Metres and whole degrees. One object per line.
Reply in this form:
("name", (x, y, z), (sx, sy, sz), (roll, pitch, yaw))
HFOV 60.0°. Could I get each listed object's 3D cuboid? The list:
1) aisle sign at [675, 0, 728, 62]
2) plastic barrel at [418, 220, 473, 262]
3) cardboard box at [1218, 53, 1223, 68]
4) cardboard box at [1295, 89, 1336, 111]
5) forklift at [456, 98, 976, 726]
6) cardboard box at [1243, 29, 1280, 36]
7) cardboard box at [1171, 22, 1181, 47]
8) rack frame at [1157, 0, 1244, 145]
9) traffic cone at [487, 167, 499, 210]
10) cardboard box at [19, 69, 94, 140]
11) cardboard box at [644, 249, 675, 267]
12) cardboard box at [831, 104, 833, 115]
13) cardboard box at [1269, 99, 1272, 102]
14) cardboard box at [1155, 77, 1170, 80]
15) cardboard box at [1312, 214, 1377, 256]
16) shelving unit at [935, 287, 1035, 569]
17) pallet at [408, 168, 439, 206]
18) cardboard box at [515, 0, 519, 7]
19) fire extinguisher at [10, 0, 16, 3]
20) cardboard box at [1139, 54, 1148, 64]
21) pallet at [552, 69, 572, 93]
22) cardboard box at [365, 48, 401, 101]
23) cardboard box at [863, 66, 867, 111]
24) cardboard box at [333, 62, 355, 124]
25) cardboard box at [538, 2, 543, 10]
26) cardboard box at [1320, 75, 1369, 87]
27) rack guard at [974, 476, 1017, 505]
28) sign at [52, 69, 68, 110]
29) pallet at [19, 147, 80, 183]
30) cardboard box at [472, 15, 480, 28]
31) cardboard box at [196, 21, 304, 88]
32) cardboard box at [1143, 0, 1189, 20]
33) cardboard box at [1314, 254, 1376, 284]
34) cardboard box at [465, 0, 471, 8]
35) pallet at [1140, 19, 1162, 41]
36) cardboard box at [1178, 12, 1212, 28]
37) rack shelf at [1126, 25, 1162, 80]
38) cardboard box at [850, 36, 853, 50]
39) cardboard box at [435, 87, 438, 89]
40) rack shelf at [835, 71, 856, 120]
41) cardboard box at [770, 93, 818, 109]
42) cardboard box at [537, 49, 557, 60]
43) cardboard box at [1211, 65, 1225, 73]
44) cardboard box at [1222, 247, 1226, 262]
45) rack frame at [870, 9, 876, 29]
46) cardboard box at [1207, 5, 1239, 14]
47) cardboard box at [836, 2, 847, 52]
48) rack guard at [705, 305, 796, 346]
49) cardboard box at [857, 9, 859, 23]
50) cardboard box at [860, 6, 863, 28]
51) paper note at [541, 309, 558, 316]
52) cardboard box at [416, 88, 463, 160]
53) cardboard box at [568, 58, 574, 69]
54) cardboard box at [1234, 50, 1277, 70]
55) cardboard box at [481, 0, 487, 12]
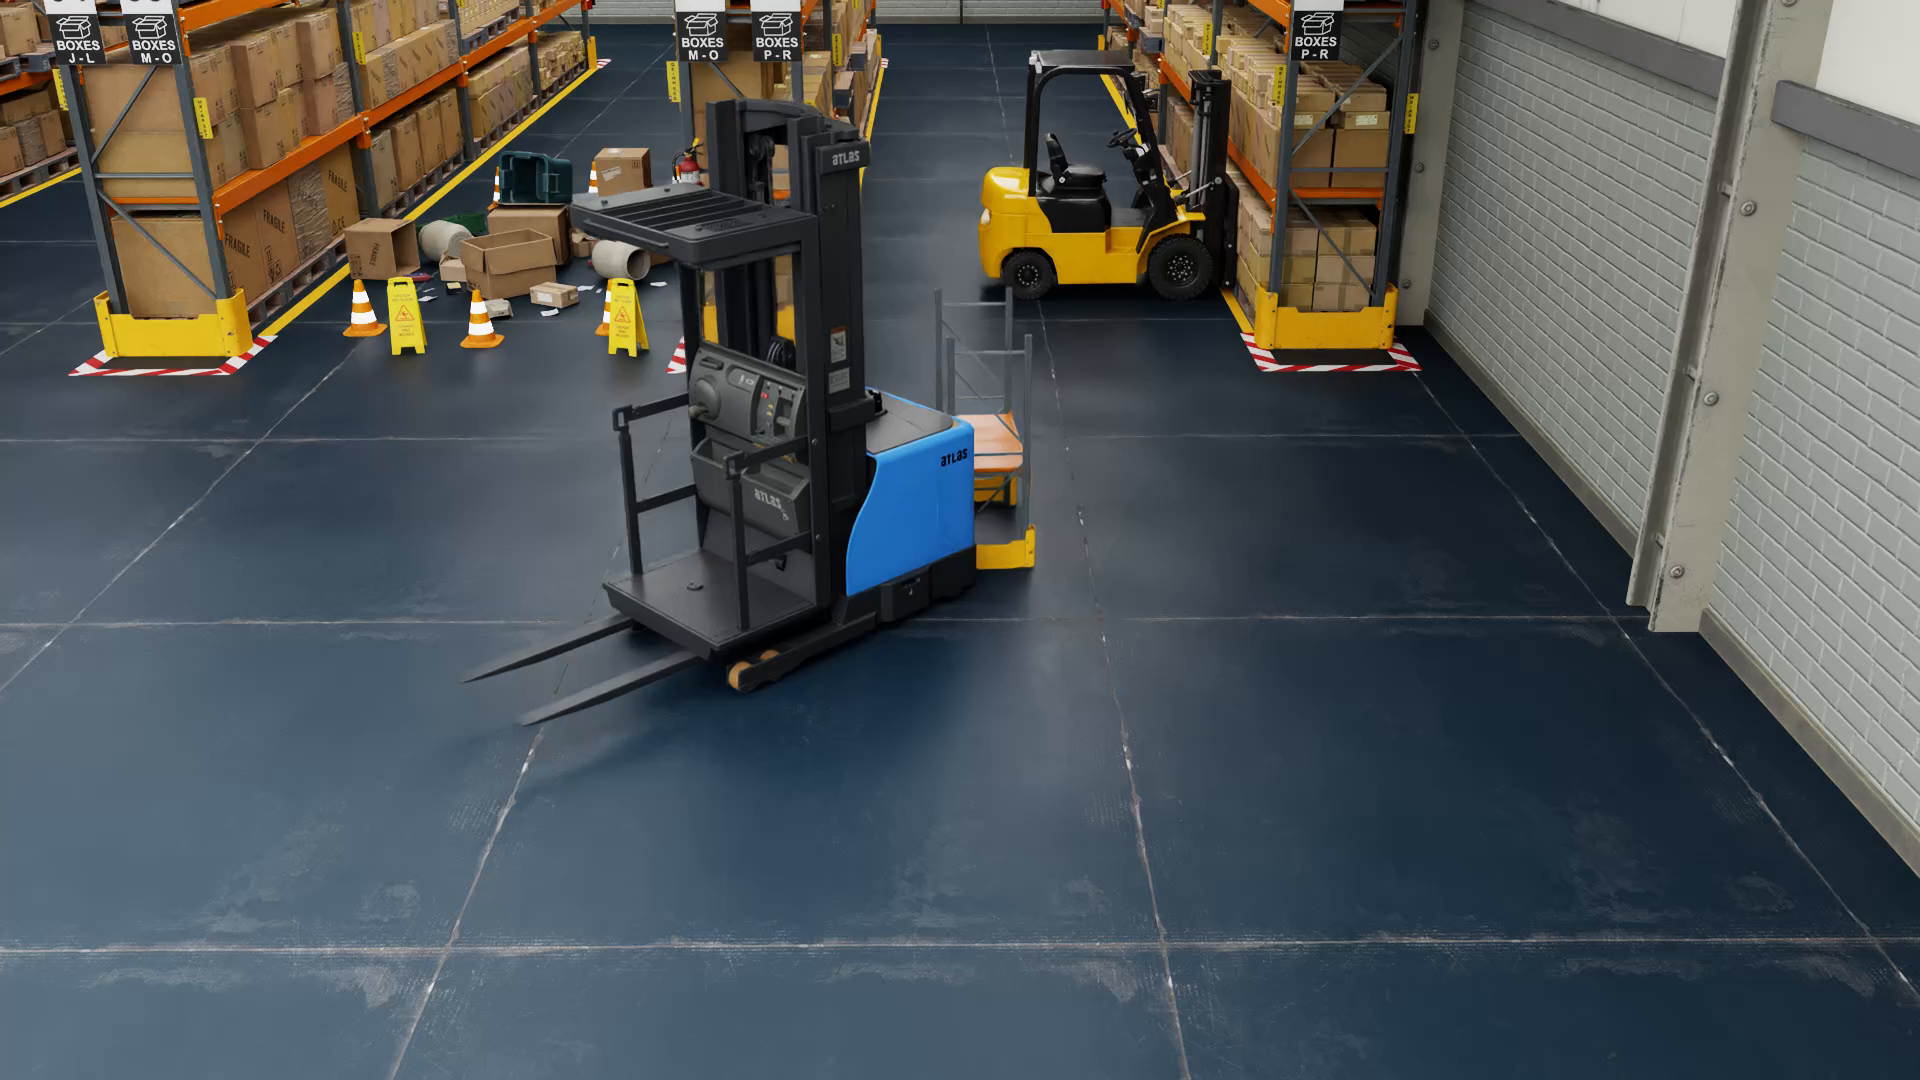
("aisle sign", (-2.077, -4.236, 13.321), (0.394, 0.787, 0.004), (0, 24, -1))
("plastic barrel", (-5.234, -3.028, 16.931), (0.512, 0.421, 0.421), (19, 30, 35))
("cardboard box", (2.872, -4.959, 17.166), (0.380, 0.149, 0.250), (-1, 24, -1))
("cardboard box", (2.961, -3.725, 14.077), (0.380, 0.149, 0.250), (0, 24, 0))
("forklift", (-1.306, -0.754, 8.860), (3.031, 2.935, 1.130), (-22, 32, -40))
("cardboard box", (3.389, -5.659, 18.713), (0.380, 0.149, 0.250), (0, 24, -1))
("cardboard box", (2.853, -6.168, 20.322), (0.500, 0.250, 0.500), (0, 24, 1))
("rack frame", (3.088, -6.398, 21.257), (1.000, 3.000, 0.127), (0, 24, -1))
("traffic cone", (-5.285, -4.066, 19.178), (0.336, 0.463, 0.334), (0, 24, -1))
("cardboard box", (-11.771, -5.838, 22.086), (1.225, 0.875, 0.875), (-1, 24, -3))
("cardboard box", (-3.181, -3.141, 17.085), (0.500, 0.500, 0.500), (19, 30, 35))
("cardboard box", (-1.523, -4.481, 17.322), (0.380, 0.149, 0.250), (-1, 24, -1))
("cardboard box", (2.917, -3.797, 14.597), (0.380, 0.149, 0.250), (0, 24, 0))
("cardboard box", (2.837, -6.170, 22.488), (0.380, 0.149, 0.250), (-1, 24, -2))
("cardboard box", (3.359, -2.695, 14.682), (0.500, 0.250, 0.500), (-1, 24, -1))
("shelving unit", (0.131, -0.727, 10.538), (0.587, 1.500, 1.083), (-2, 24, -4))
("pallet", (-6.880, -4.213, 19.810), (1.003, 0.211, 1.213), (0, 24, -1))
("cardboard box", (-6.665, -7.873, 24.313), (0.380, 0.149, 0.250), (-1, 24, -2))
("fire extinguisher", (-16.372, -9.463, 28.580), (0.296, 0.674, 0.183), (0, 24, -1))
("cardboard box", (2.863, -7.132, 24.615), (0.380, 0.149, 0.250), (-1, 24, -2))
("pallet", (-6.927, -7.469, 27.008), (1.003, 0.211, 1.213), (0, 24, -1))
("cardboard box", (-6.523, -5.134, 18.340), (0.500, 0.500, 0.500), (0, 24, 0))
("cardboard box", (-1.815, -6.619, 23.813), (0.875, 0.875, 0.875), (0, 24, 1))
("cardboard box", (-6.764, -4.579, 17.052), (0.875, 0.550, 0.550), (0, 24, -1))
("cardboard box", (-6.673, -8.290, 25.745), (0.380, 0.149, 0.250), (-1, 24, -3))
("cardboard box", (3.411, -4.037, 14.766), (0.380, 0.149, 0.250), (0, 24, 0))
("rack guard", (0.089, -0.362, 11.248), (0.587, 0.250, 0.087), (-2, 24, -4))
("sign", (-7.279, -3.653, 13.494), (0.100, 0.325, 0.005), (0, 24, -1))
("pallet", (-11.778, -4.737, 20.969), (1.003, 0.211, 1.213), (0, 24, -1))
("cardboard box", (-6.638, -6.906, 22.174), (0.380, 0.149, 0.250), (1, 24, 2))
("cardboard box", (-6.820, -4.621, 15.836), (0.875, 0.550, 0.550), (0, 24, -1))
("cardboard box", (2.885, -7.309, 22.635), (0.797, 0.503, 0.637), (-1, 24, -2))
("cardboard box", (3.378, -2.463, 14.776), (0.500, 0.250, 0.500), (0, 24, 0))
("cardboard box", (-6.639, -7.062, 21.797), (0.380, 0.149, 0.250), (0, 24, -1))
("pallet", (3.062, -7.112, 23.069), (1.003, 0.211, 1.213), (0, 24, -1))
("cardboard box", (2.845, -6.283, 20.095), (0.380, 0.149, 0.250), (0, 24, 0))
("rack shelf", (3.066, -6.895, 23.228), (1.077, 0.370, 4.000), (0, 24, -1))
("cardboard box", (-1.514, -6.104, 20.401), (0.380, 0.149, 0.250), (0, 24, -1))
("cardboard box", (-7.094, -5.985, 21.958), (0.500, 0.250, 0.500), (-1, 24, -2))
("rack shelf", (-1.854, -5.223, 19.531), (1.077, 0.370, 4.000), (0, 24, -1))
("cardboard box", (-1.525, -3.669, 14.740), (0.500, 0.500, 0.500), (0, 24, 1))
("cardboard box", (-6.607, -7.696, 26.353), (0.380, 0.149, 0.250), (0, 24, 1))
("cardboard box", (2.875, -4.612, 17.185), (0.500, 0.500, 0.500), (-1, 24, -2))
("cardboard box", (2.834, -2.858, 16.256), (0.500, 0.250, 0.500), (1, 24, 1))
("rack frame", (-1.963, -9.671, 28.493), (1.000, 3.000, 0.127), (0, 24, -1))
("cardboard box", (3.294, -6.606, 20.809), (0.380, 0.149, 0.250), (1, 24, 1))
("cardboard box", (-1.564, -5.915, 19.197), (0.500, 0.500, 0.500), (-1, 24, -3))
("rack guard", (-1.789, -1.970, 14.500), (1.175, 0.500, 0.348), (0, 24, -1))
("cardboard box", (-1.632, -7.162, 22.522), (0.500, 0.250, 0.500), (0, 24, -1))
("cardboard box", (-1.658, -7.561, 24.010), (0.500, 0.250, 0.500), (-1, 24, -1))
("paper note", (-3.789, -2.106, 15.369), (0.148, 0.019, 0.142), (-9, 26, -19))
("cardboard box", (-6.907, -5.226, 20.885), (1.050, 0.750, 0.750), (-1, 24, -1))
("cardboard box", (-6.595, -7.862, 27.444), (0.380, 0.149, 0.250), (-1, 24, -3))
("cardboard box", (2.873, -4.668, 16.163), (0.380, 0.149, 0.250), (-1, 24, -1))
("cardboard box", (-6.644, -7.254, 22.583), (0.380, 0.149, 0.250), (0, 24, -1))
